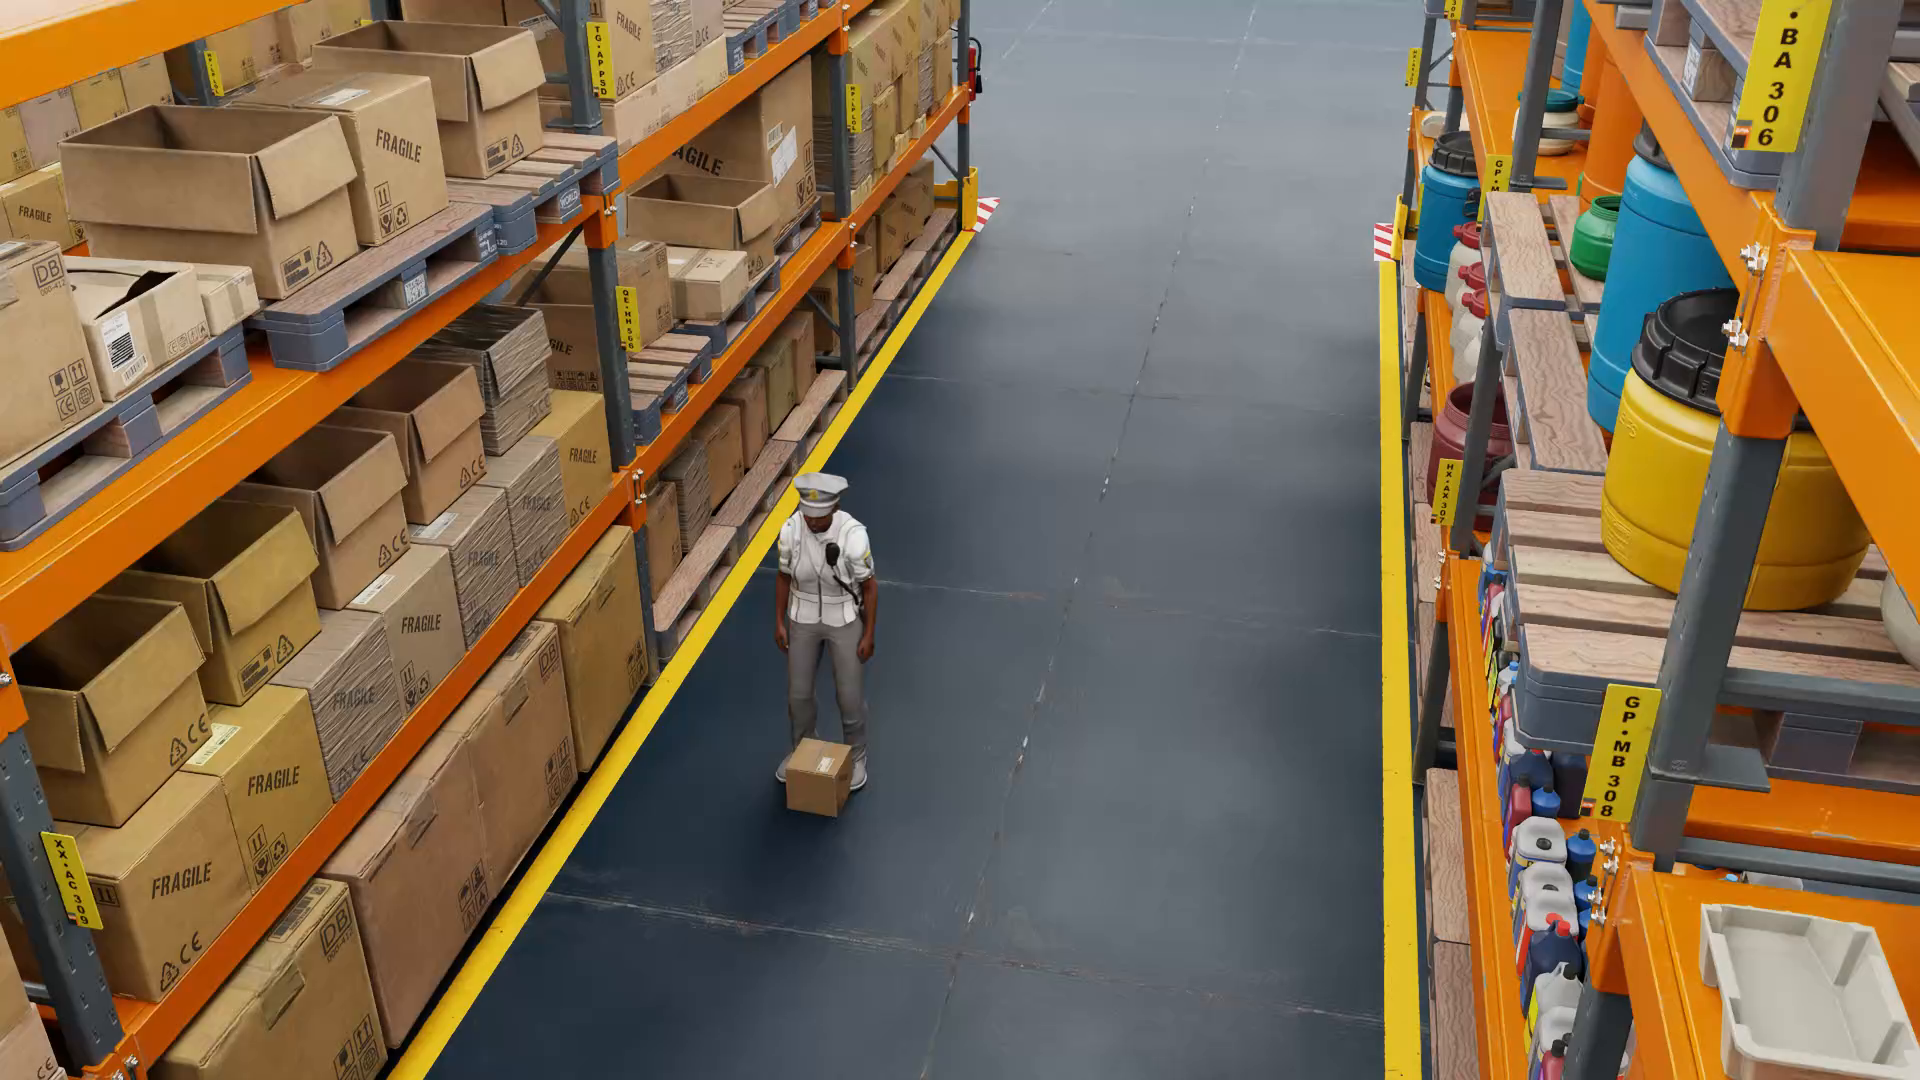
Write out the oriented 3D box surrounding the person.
[{"bbox_3d":[-0.638,0.413,7.866,0.506,1.660,0.392,6,30,11],"label":"person"}]
